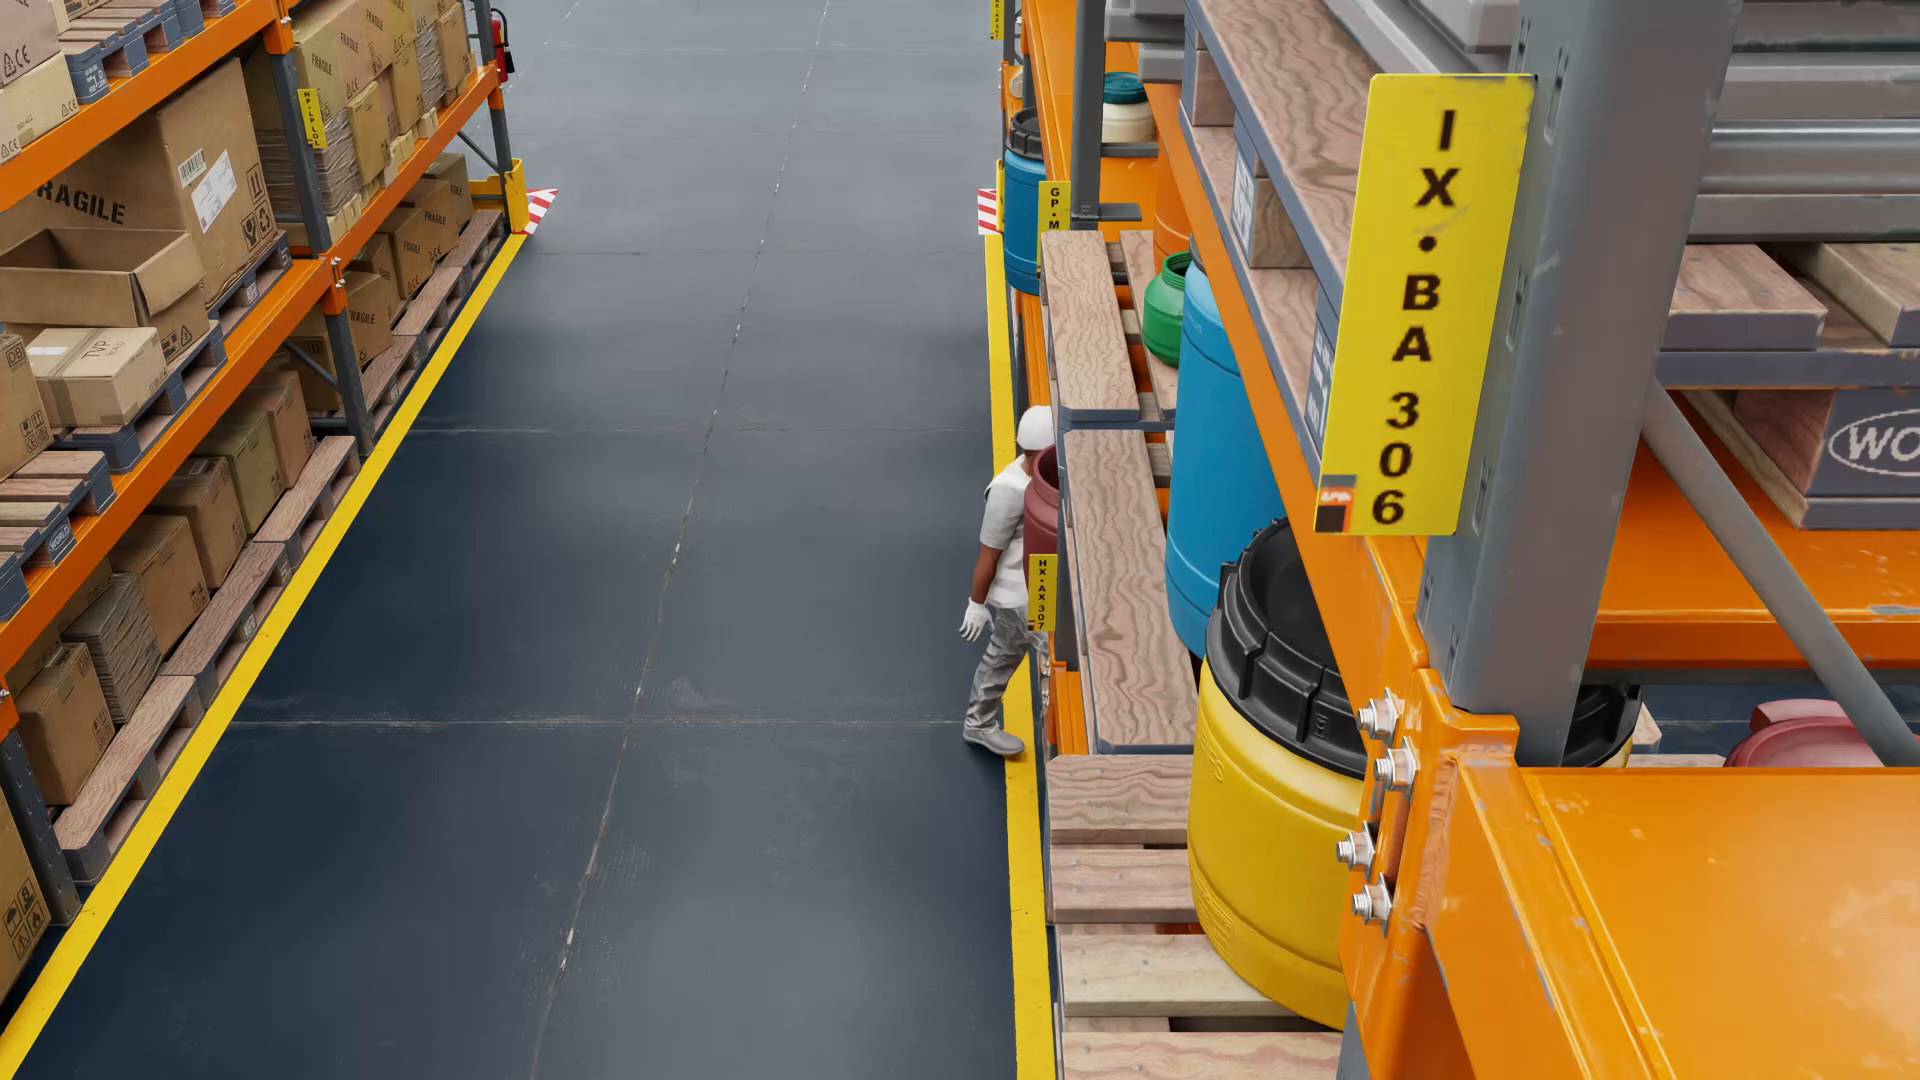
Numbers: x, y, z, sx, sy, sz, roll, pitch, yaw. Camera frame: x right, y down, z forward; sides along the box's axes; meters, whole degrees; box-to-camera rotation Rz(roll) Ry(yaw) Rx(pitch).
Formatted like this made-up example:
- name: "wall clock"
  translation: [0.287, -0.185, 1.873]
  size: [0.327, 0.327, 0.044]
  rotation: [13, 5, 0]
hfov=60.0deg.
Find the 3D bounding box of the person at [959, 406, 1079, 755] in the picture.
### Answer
- name: "person"
  translation: [0.390, 0.237, 7.179]
  size: [0.801, 1.762, 0.590]
  rotation: [13, 33, 20]
